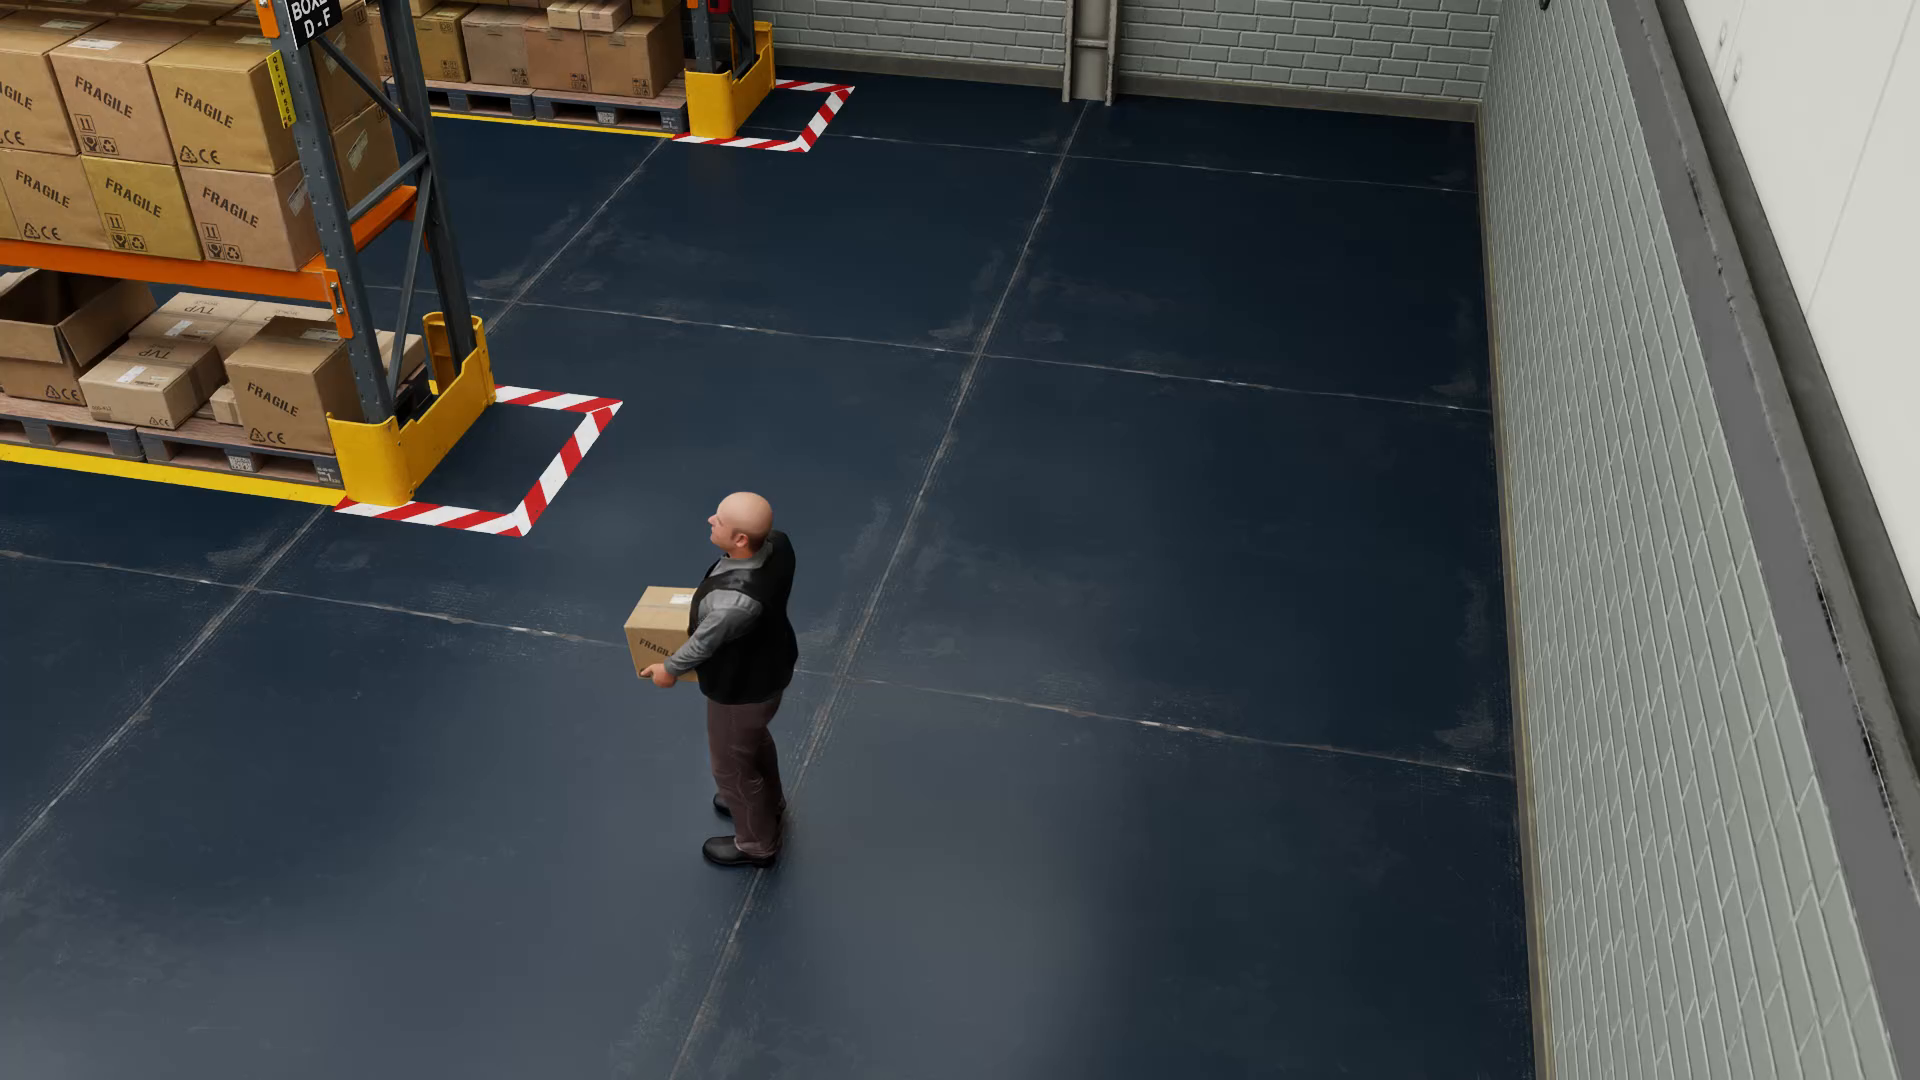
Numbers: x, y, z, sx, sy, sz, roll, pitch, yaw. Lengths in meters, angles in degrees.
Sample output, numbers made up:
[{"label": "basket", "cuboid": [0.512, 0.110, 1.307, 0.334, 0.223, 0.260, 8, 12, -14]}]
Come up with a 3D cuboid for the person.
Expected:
[{"label": "person", "cuboid": [-0.895, 0.516, 6.291, 0.550, 1.714, 0.496, 7, 37, 10]}]
